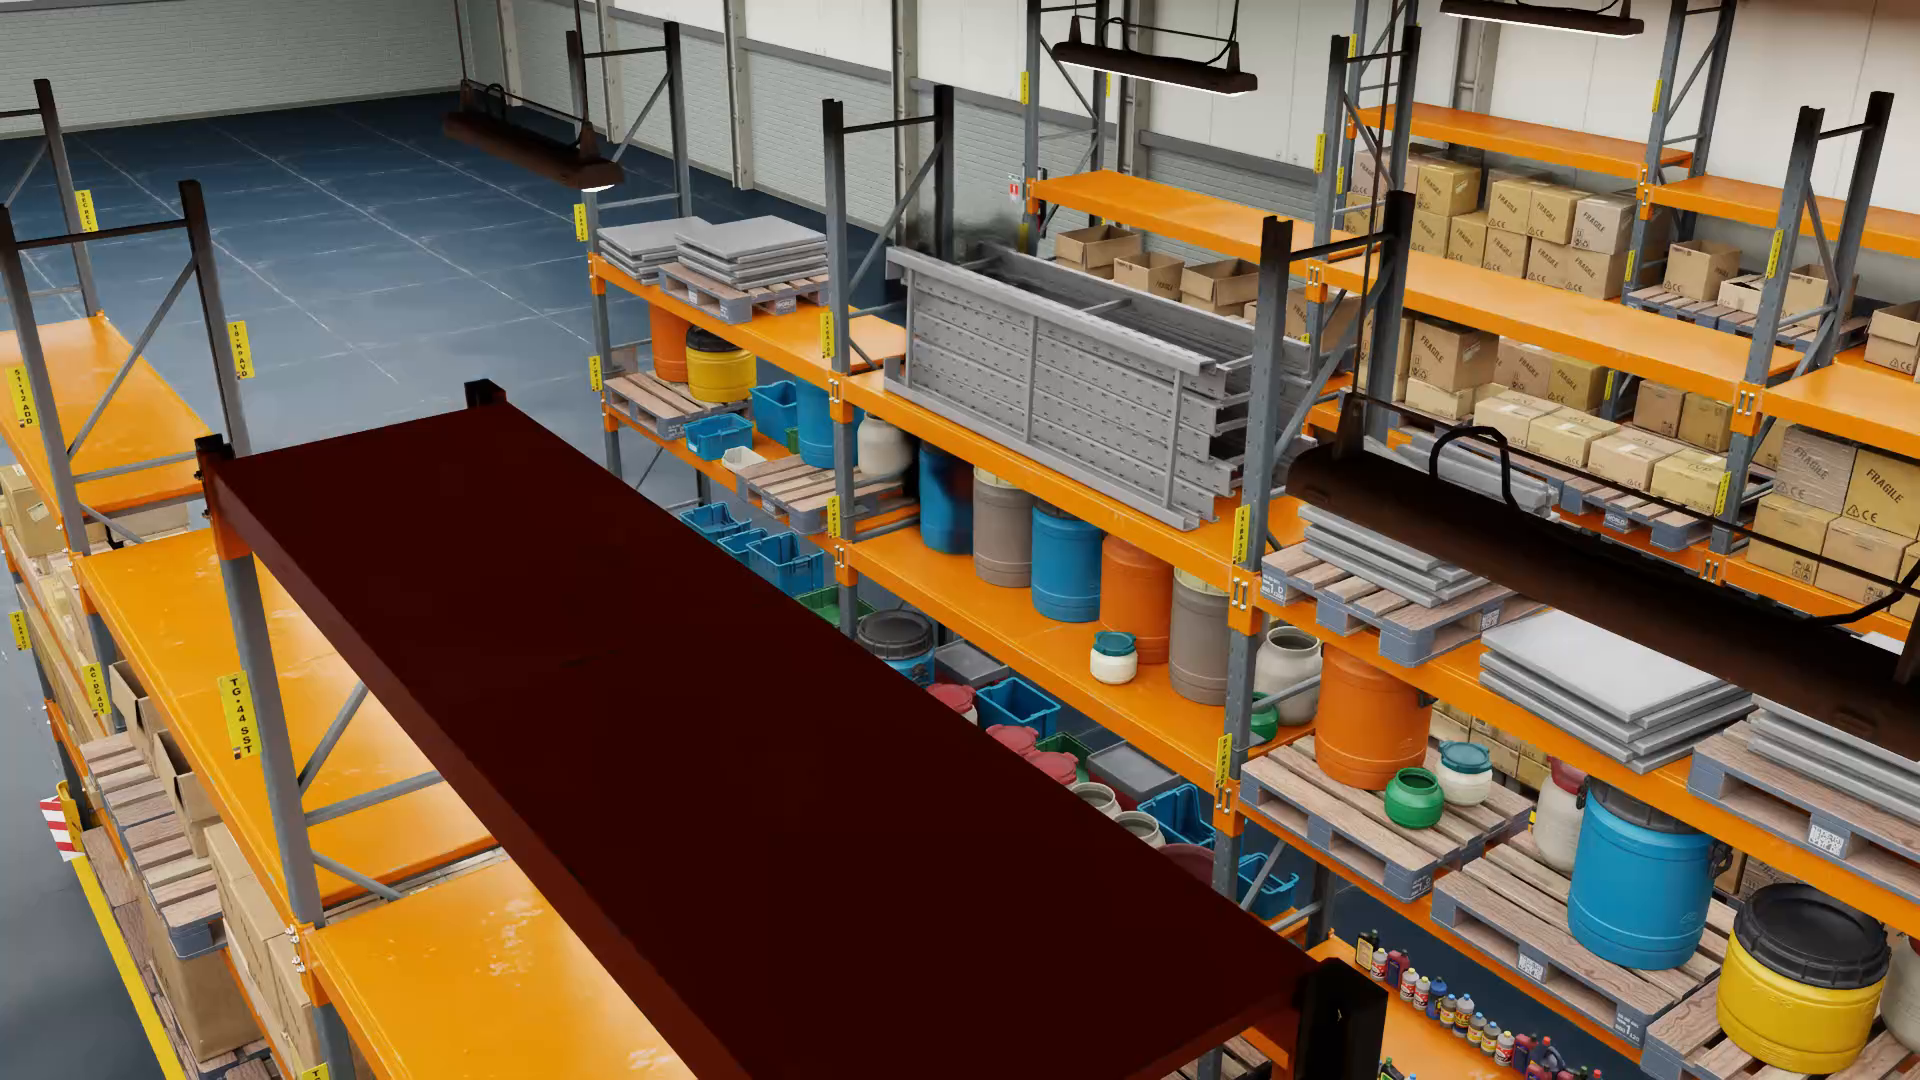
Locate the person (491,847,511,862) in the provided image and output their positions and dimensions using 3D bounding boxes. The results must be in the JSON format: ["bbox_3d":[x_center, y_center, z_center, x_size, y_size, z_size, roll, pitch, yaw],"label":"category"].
[{"bbox_3d":[-3.161,2.213,11.441,0.674,1.874,0.711,-18,30,-33],"label":"person"}]
